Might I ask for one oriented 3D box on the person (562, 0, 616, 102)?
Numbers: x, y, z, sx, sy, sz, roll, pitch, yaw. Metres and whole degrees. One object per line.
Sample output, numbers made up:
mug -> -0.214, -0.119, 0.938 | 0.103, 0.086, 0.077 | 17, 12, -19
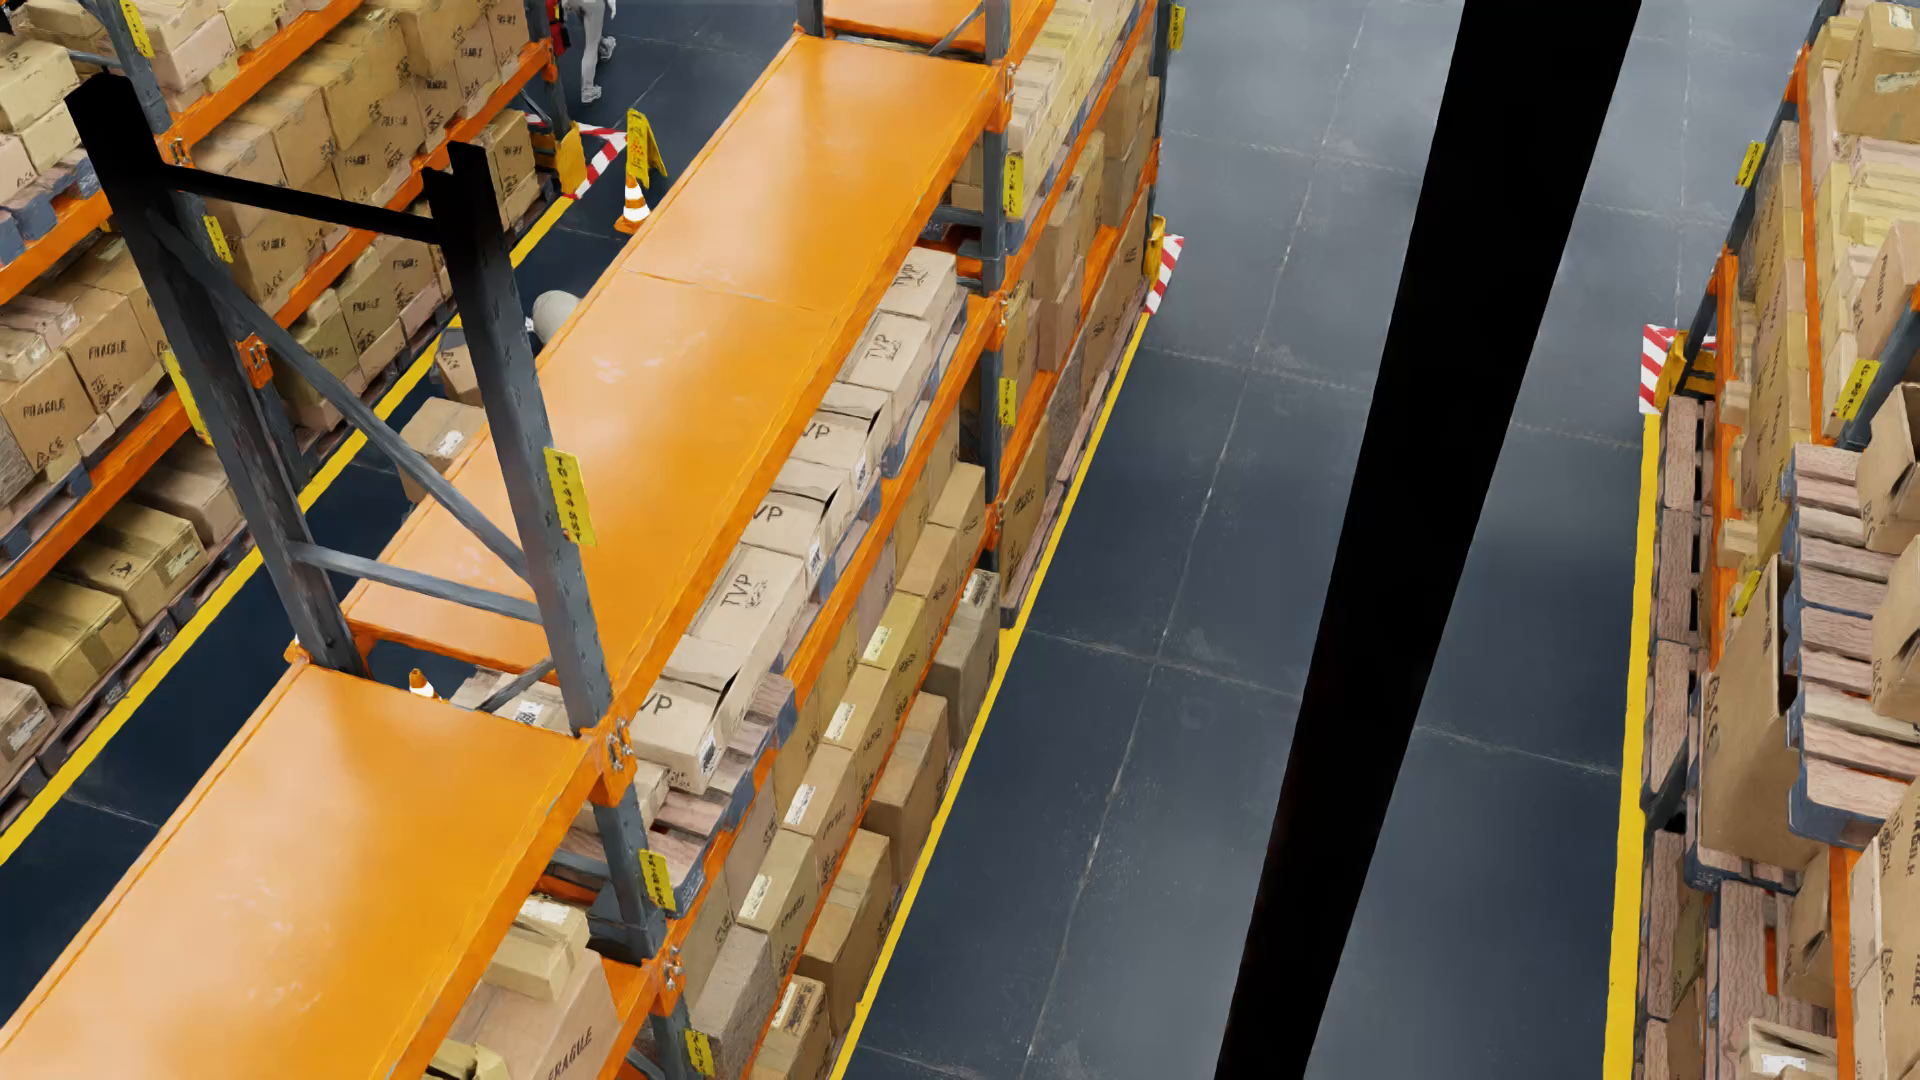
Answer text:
person -> -3.264, -4.820, 14.699 | 0.498, 1.582, 1.075 | 11, 47, 11
